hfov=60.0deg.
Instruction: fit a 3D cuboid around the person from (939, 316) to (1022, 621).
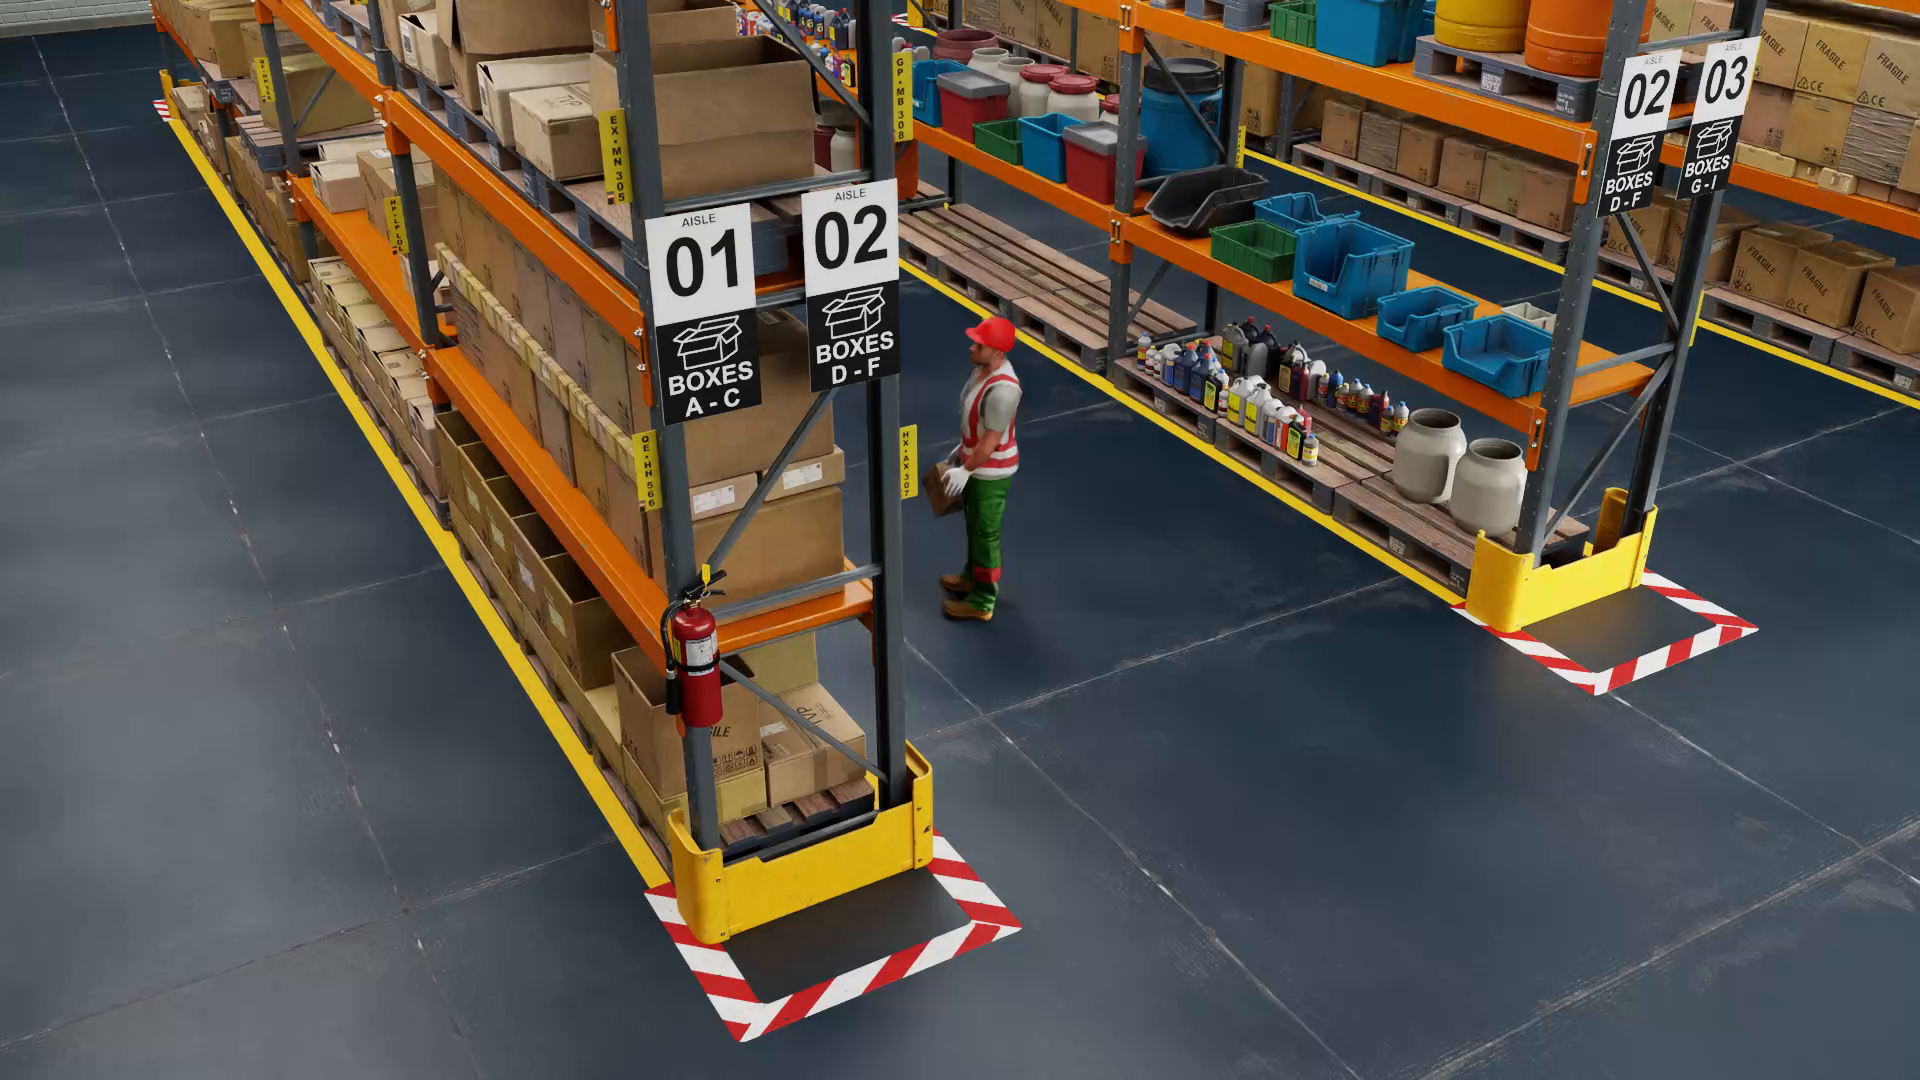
[{"bbox_3d":[0.084,-0.413,9.249,0.446,1.799,0.586,-4,29,-8],"label":"person"}]
